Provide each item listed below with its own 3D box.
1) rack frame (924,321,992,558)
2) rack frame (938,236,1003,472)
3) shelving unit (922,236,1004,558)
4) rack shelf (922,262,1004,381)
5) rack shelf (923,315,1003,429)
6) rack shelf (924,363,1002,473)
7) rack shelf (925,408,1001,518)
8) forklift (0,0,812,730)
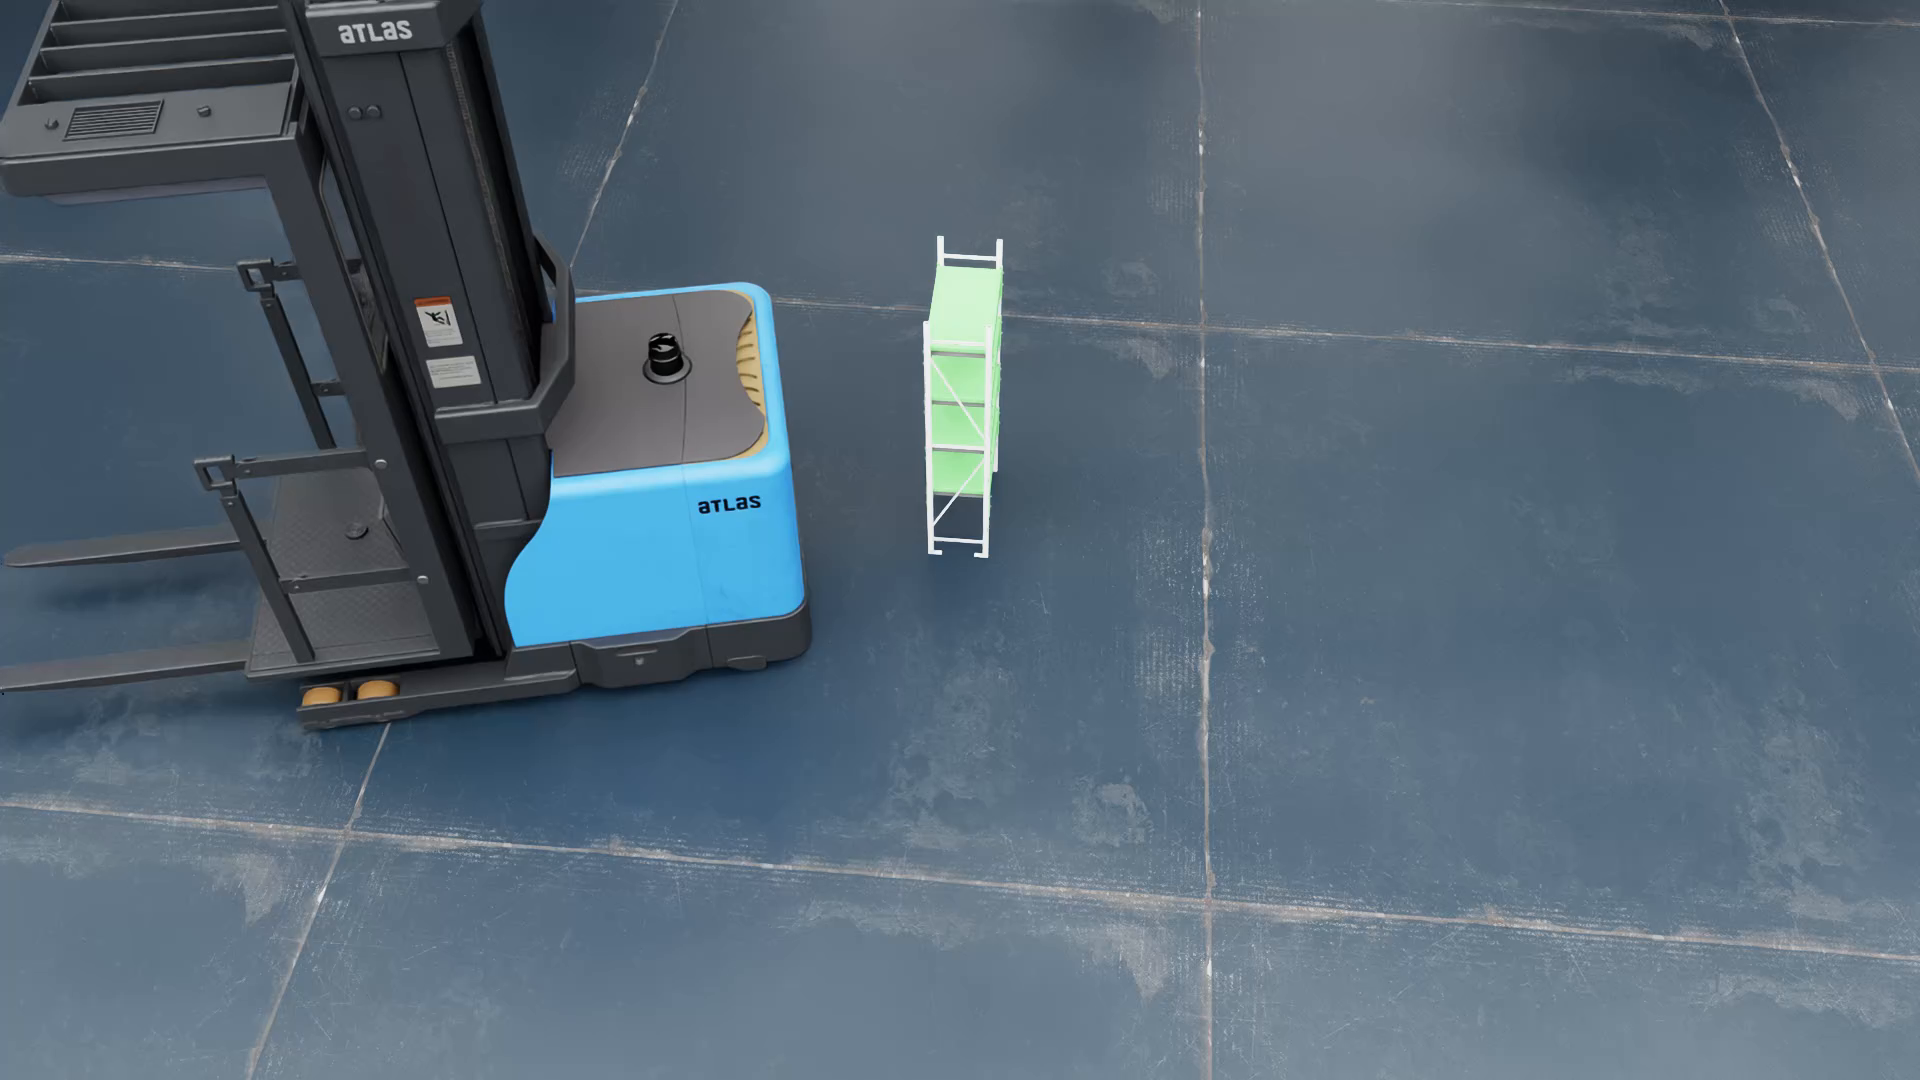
[{"bbox_3d":[-0.007,-0.347,6.255,0.240,1.200,0.015,4,48,4],"label":"rack frame"},{"bbox_3d":[0.037,-0.706,6.583,0.240,1.200,0.015,4,48,4],"label":"rack frame"},{"bbox_3d":[0.015,-0.527,6.419,0.258,1.200,0.503,4,48,4],"label":"shelving unit"},{"bbox_3d":[0.015,-0.807,6.111,0.258,0.148,0.480,4,48,4],"label":"rack shelf"},{"bbox_3d":[0.015,-0.645,6.289,0.258,0.148,0.480,4,48,4],"label":"rack shelf"},{"bbox_3d":[0.015,-0.483,6.466,0.258,0.148,0.480,4,48,4],"label":"rack shelf"},{"bbox_3d":[0.015,-0.321,6.643,0.258,0.148,0.480,4,48,4],"label":"rack shelf"},{"bbox_3d":[-2.124,-0.717,5.419,3.031,2.935,1.130,-7,48,-6],"label":"forklift"}]
